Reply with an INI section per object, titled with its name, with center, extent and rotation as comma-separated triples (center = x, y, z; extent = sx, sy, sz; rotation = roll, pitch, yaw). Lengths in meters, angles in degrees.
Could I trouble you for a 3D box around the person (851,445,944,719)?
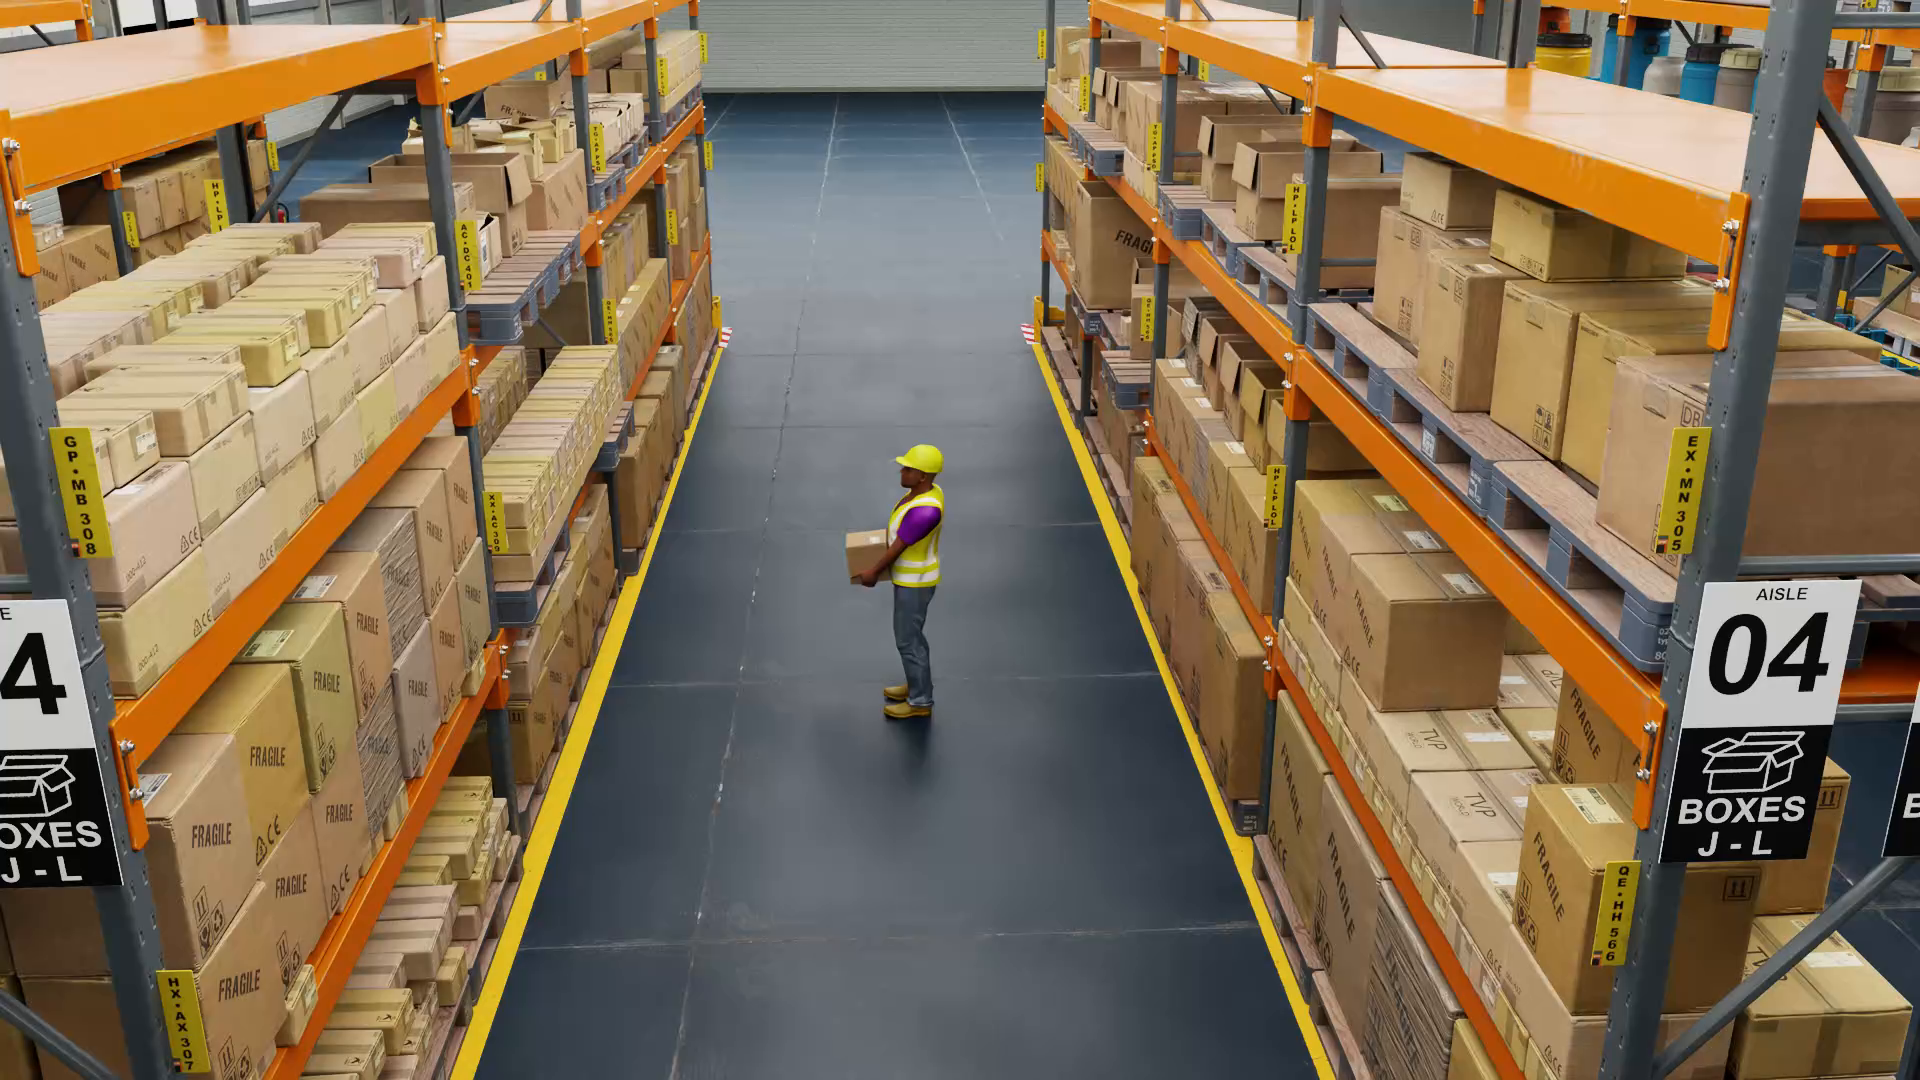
[person]
center = -0.386, 0.250, 10.372
extent = 0.587, 1.761, 0.502
rotation = -1, 20, -2
